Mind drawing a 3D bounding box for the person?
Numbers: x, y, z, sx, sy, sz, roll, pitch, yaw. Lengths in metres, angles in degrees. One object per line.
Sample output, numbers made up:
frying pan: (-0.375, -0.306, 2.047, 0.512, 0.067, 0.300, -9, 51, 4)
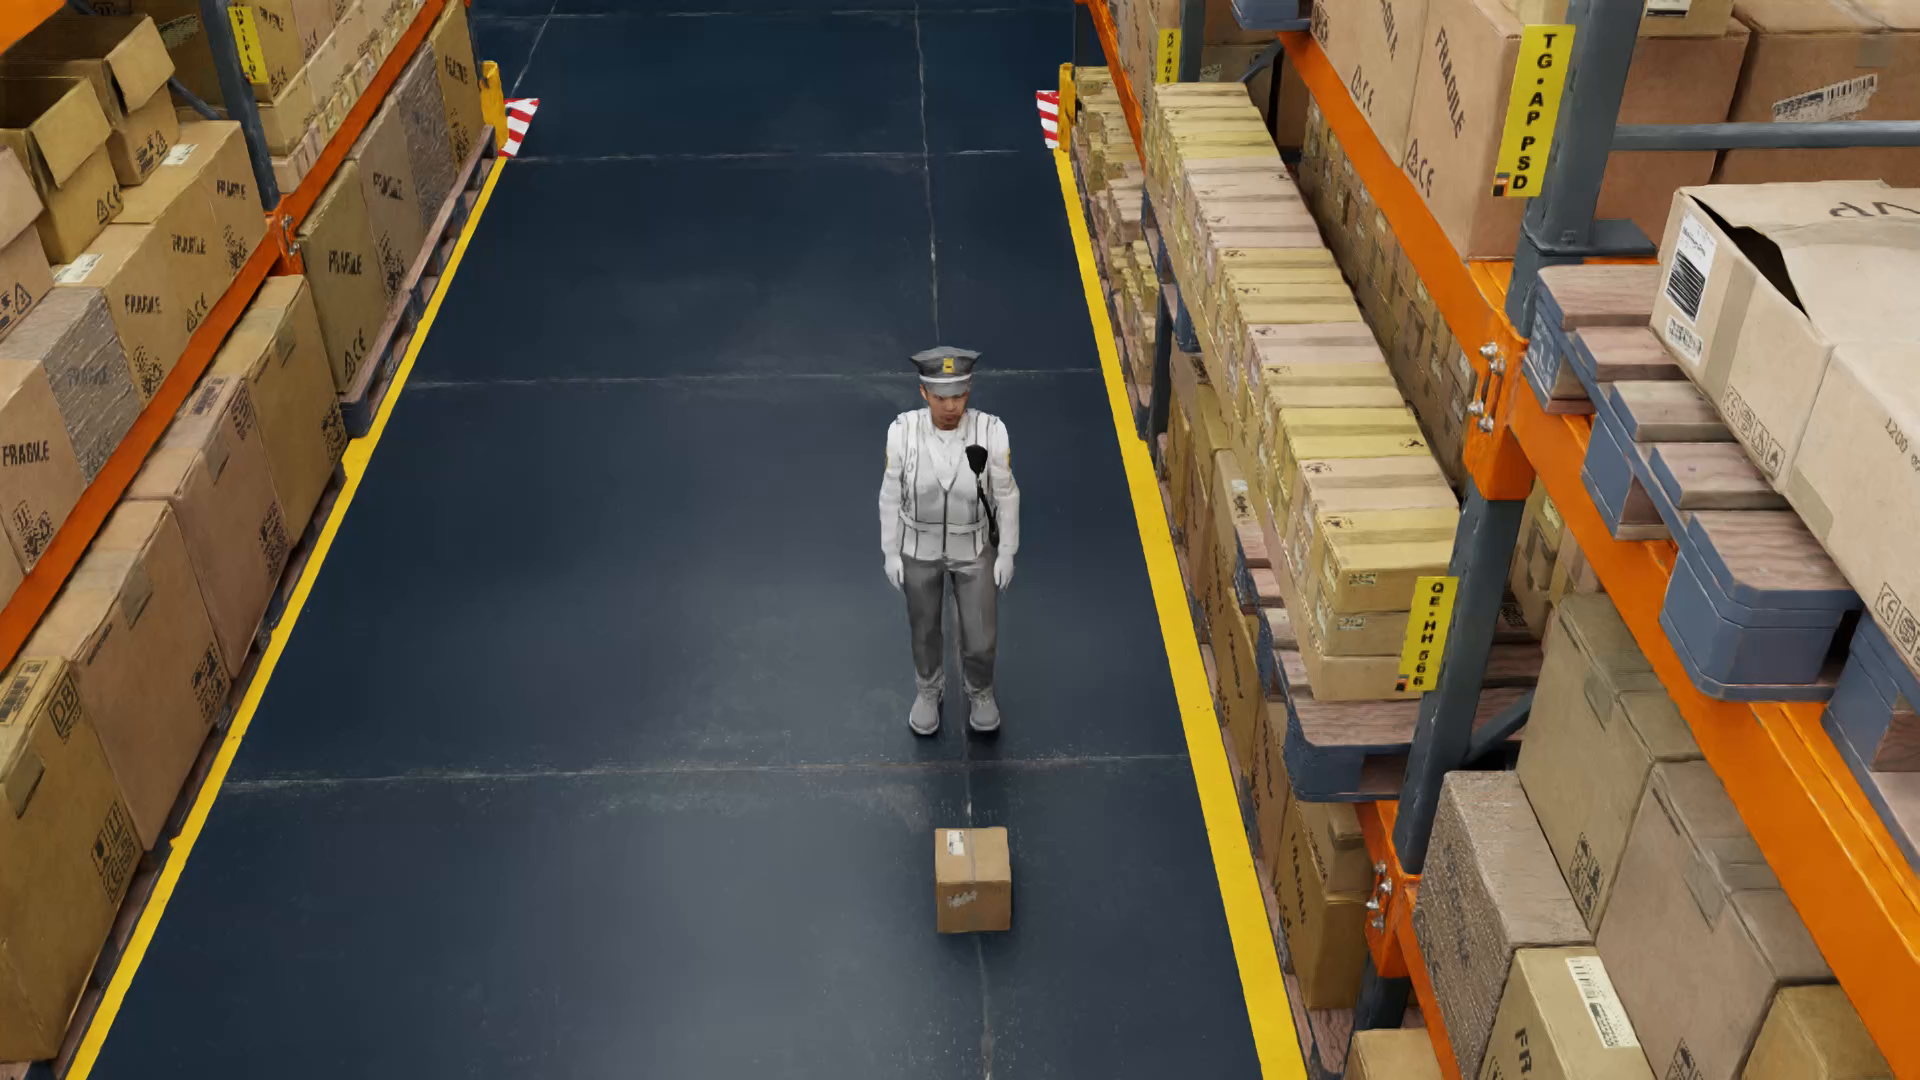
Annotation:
person: (-0.038, 0.022, 6.072, 0.507, 1.683, 0.363, 1, 35, 1)
